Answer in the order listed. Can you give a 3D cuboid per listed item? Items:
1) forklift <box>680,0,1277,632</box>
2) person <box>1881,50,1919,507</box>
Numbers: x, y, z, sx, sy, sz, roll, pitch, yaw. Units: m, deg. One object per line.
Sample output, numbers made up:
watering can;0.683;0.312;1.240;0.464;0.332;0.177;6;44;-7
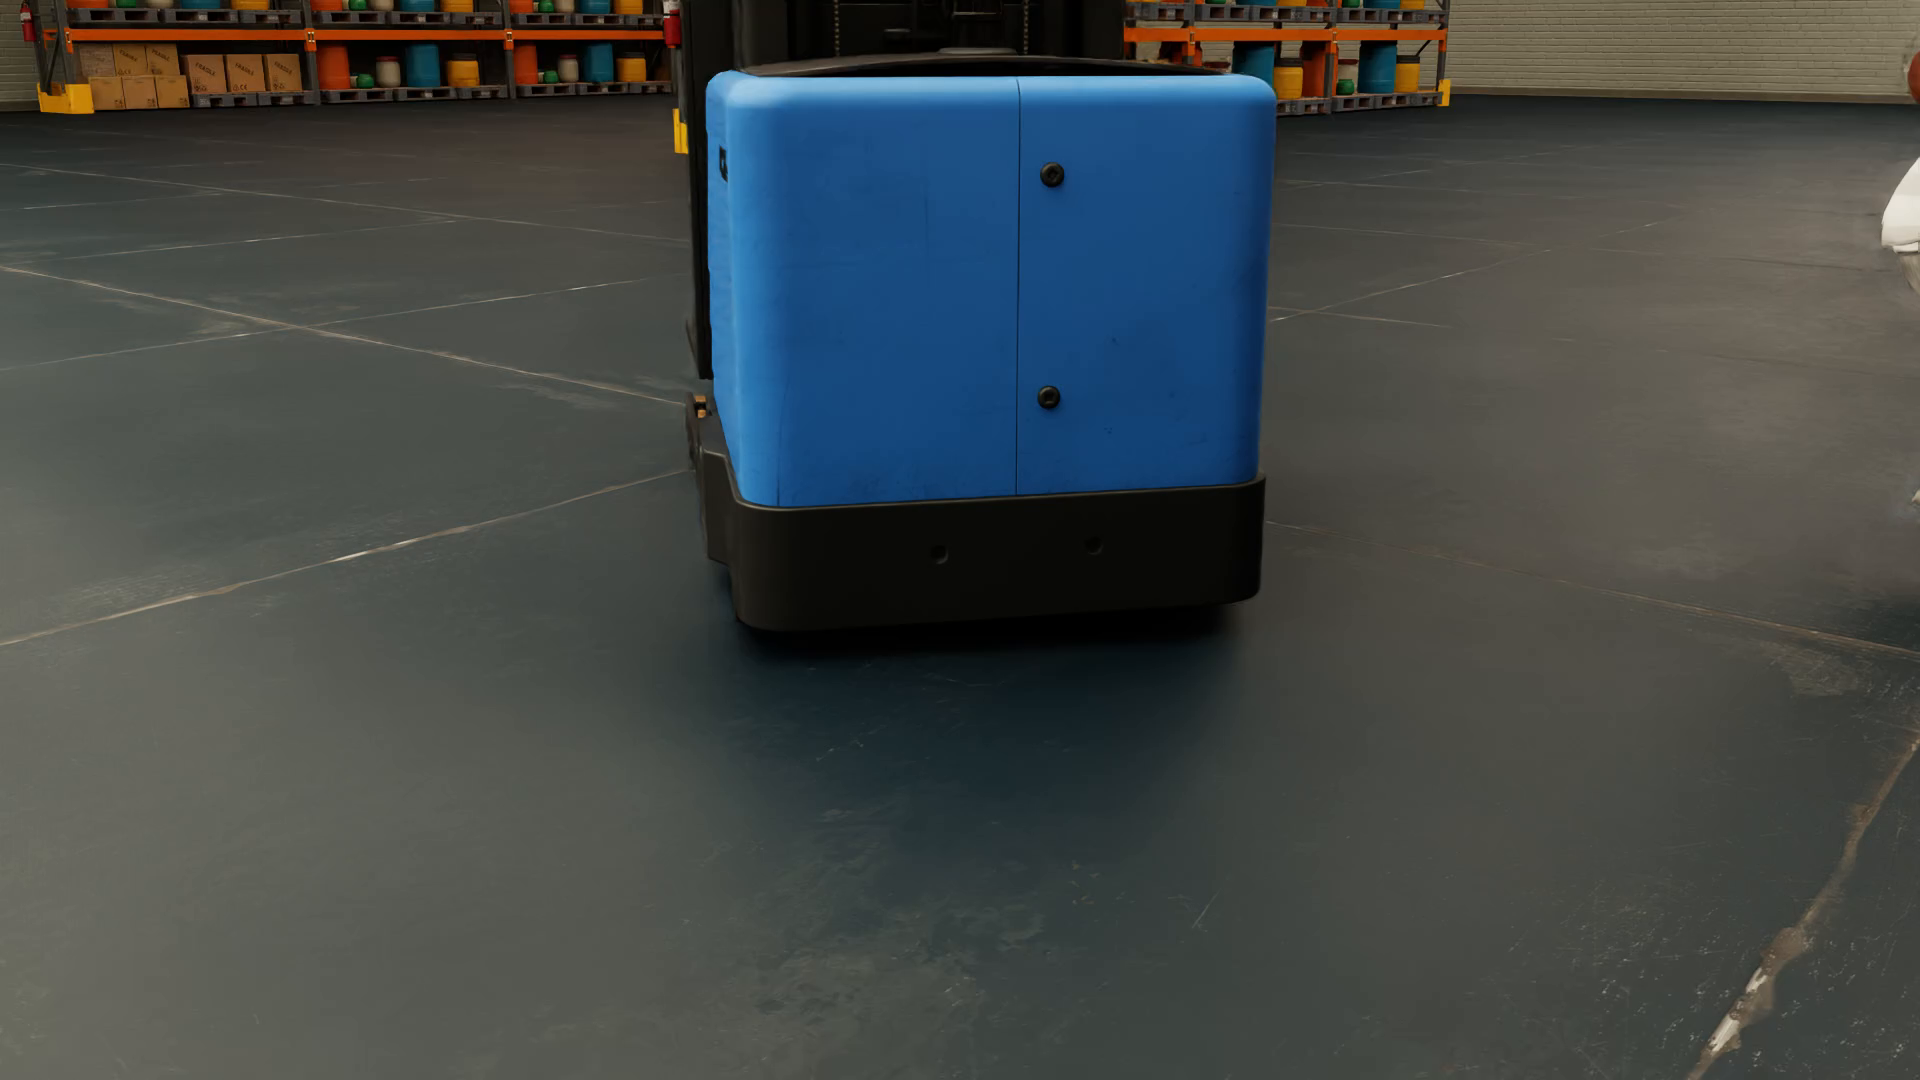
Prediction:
forklift;-0.183;-1.615;4.217;1.130;2.935;3.031;-3;17;-11
person;2.459;-0.646;3.592;0.887;1.533;0.716;-10;20;-30
